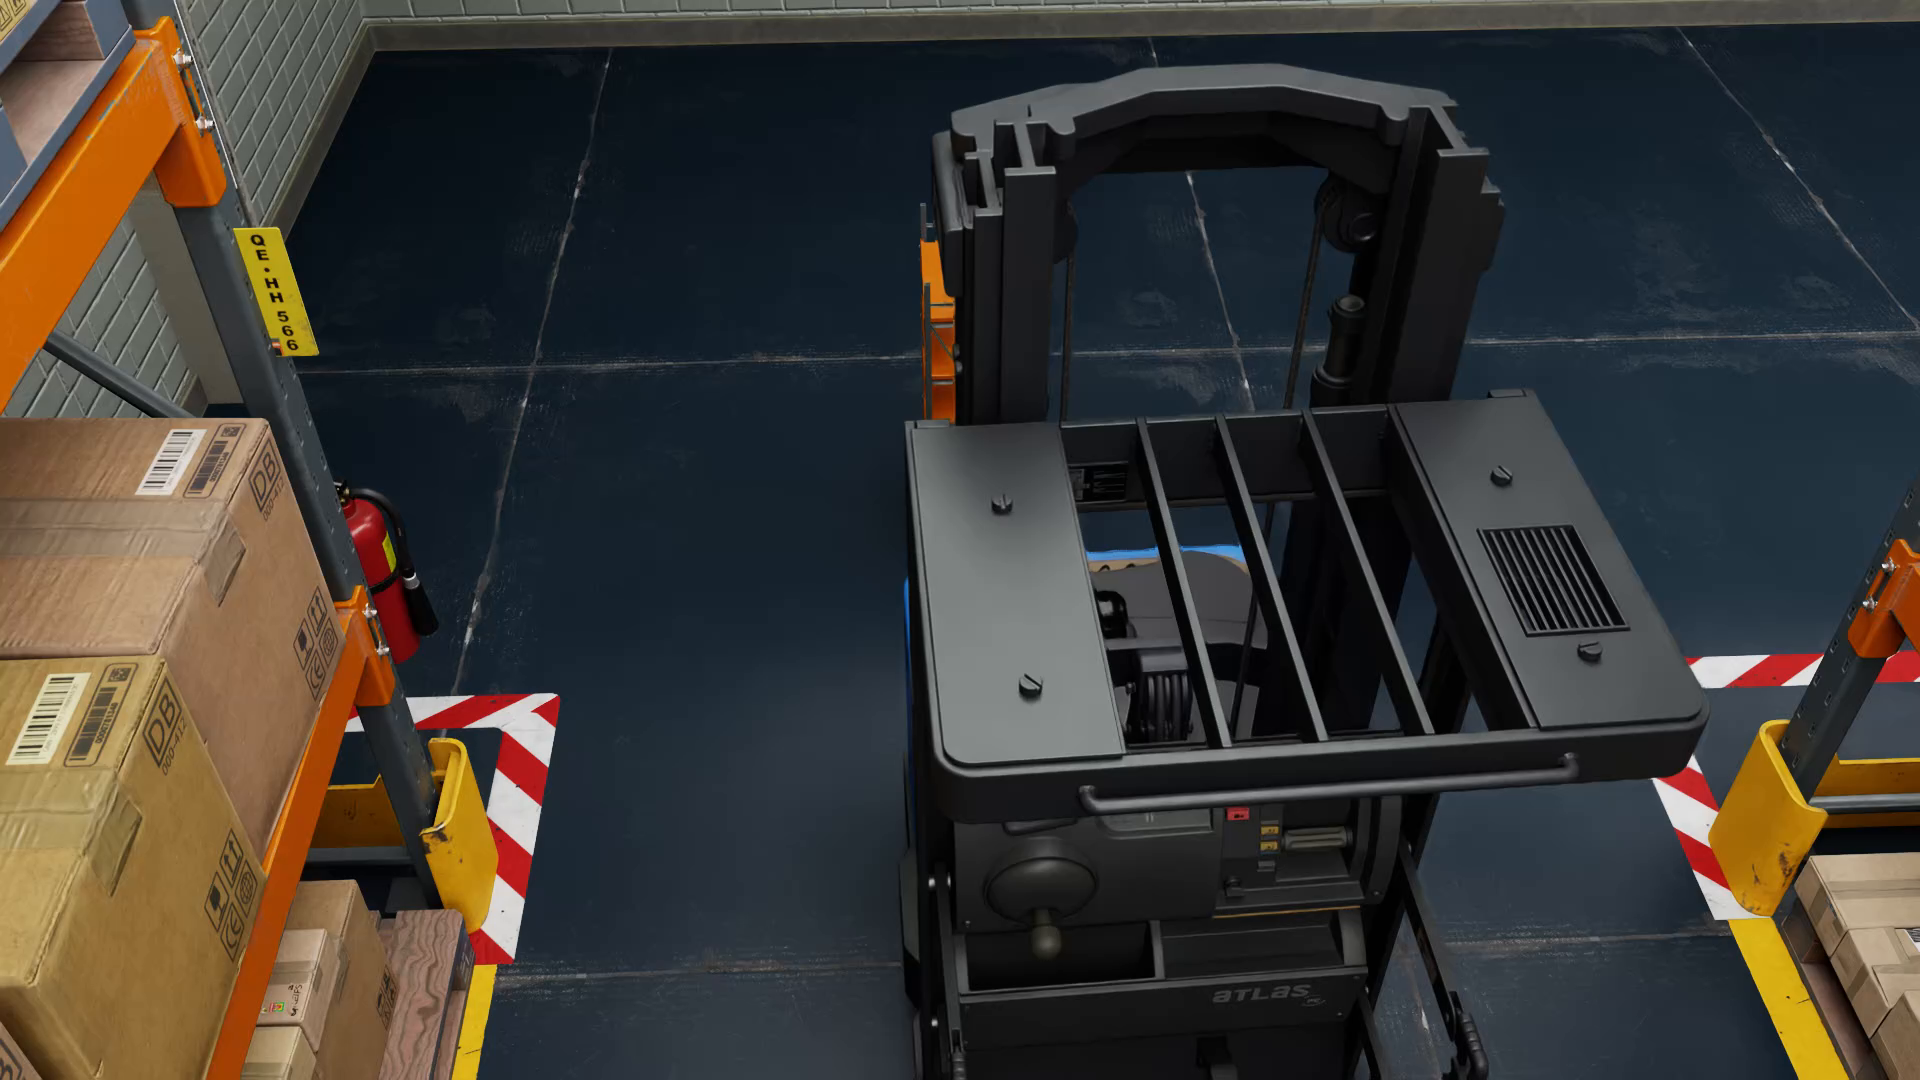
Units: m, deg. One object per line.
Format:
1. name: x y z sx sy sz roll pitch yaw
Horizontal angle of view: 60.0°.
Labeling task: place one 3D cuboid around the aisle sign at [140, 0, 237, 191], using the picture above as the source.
1. aisle sign: -1.717 -1.024 3.224 0.394 0.787 0.004 -2 43 -2

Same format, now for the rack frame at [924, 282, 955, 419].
1. rack frame: 0.003 -0.389 5.787 0.240 1.200 0.015 -2 43 -2

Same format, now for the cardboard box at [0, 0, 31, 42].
1. cardboard box: -1.717 -0.764 2.370 0.500 0.250 0.500 0 43 0

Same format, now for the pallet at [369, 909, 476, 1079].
1. pallet: -1.901 1.557 4.396 1.003 0.211 1.213 -2 43 -2

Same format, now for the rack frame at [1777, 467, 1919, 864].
1. rack frame: 2.936 -0.154 4.198 1.000 3.000 0.127 -2 43 -2

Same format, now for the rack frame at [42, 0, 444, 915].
1. rack frame: -2.013 -0.009 4.040 1.000 3.000 0.127 -2 43 -2

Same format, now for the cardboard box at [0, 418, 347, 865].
1. cardboard box: -1.982 0.225 3.563 0.980 0.700 0.700 0 43 0

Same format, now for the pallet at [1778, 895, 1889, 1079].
1. pallet: 2.974 1.464 4.497 1.003 0.211 1.213 -2 43 -2

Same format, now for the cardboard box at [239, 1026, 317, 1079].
1. cardboard box: -1.685 1.242 3.734 0.380 0.149 0.250 -1 43 -1

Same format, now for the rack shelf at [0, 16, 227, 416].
1. rack shelf: -1.928 0.501 1.796 1.077 0.370 4.000 -2 43 -2

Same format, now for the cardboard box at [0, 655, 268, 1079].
1. cardboard box: -1.940 0.715 3.028 0.980 0.700 0.700 -2 43 -2

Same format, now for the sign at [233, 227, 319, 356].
1. sign: -1.471 -0.529 3.575 0.100 0.325 0.005 -2 43 -2

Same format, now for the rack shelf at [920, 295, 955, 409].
1. rack shelf: -0.007 -0.669 5.861 0.258 0.148 0.480 -2 43 -2

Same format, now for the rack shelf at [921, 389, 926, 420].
1. rack shelf: -0.007 -0.358 6.146 0.258 0.148 0.480 -2 43 -2

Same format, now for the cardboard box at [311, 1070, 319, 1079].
1. cardboard box: -1.862 1.565 3.862 0.700 0.500 0.500 -2 43 -2

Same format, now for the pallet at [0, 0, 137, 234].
1. pallet: -1.971 -0.581 2.510 1.003 0.211 1.213 -2 43 -2

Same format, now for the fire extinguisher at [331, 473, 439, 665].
1. fire extinguisher: -1.559 0.042 4.317 0.296 0.674 0.183 -2 43 -2

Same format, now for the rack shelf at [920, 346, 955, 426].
1. rack shelf: -0.007 -0.504 6.012 0.258 0.148 0.480 -2 43 -2

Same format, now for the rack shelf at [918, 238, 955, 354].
1. rack shelf: -0.007 -0.844 5.701 0.258 0.148 0.480 -2 43 -2

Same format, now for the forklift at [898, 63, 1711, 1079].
1. forklift: 0.470 0.732 3.282 1.130 2.935 3.031 -3 43 -4

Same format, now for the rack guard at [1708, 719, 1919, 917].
1. rack guard: 2.939 0.819 4.986 1.175 0.500 0.348 -2 43 -2

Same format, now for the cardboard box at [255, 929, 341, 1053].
1. cardboard box: -1.696 1.070 3.922 0.380 0.149 0.250 -2 43 -2

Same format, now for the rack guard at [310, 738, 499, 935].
1. rack guard: -2.014 0.896 4.902 1.175 0.500 0.348 -2 43 -2

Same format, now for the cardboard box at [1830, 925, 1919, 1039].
1. cardboard box: 2.621 1.190 4.503 0.380 0.166 0.250 -2 43 -2

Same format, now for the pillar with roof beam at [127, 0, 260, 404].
1. pillar with roof beam: 1.309 -4.142 4.109 9.100 9.000 0.400 -2 43 -2

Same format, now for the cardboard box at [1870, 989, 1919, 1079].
1. cardboard box: 2.697 1.411 4.200 0.500 0.250 0.500 -2 43 -2

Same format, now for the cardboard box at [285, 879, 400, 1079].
1. cardboard box: -1.884 1.228 4.230 0.700 0.500 0.500 -2 43 -2

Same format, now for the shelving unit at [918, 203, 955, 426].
1. shelving unit: -0.007 -0.554 5.966 0.258 1.200 0.503 -2 43 -2

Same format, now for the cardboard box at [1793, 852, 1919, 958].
1. cardboard box: 2.610 1.028 4.693 0.380 0.149 0.250 -2 43 -2

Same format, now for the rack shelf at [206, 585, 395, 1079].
1. rack shelf: -1.928 1.607 2.810 1.077 0.370 4.000 -2 43 -2

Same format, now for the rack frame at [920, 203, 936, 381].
1. rack frame: -0.017 -0.719 6.146 0.240 1.200 0.015 -2 43 -2

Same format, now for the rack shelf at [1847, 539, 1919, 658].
1. rack shelf: 3.021 1.462 2.968 1.077 0.370 4.000 -2 43 -2
